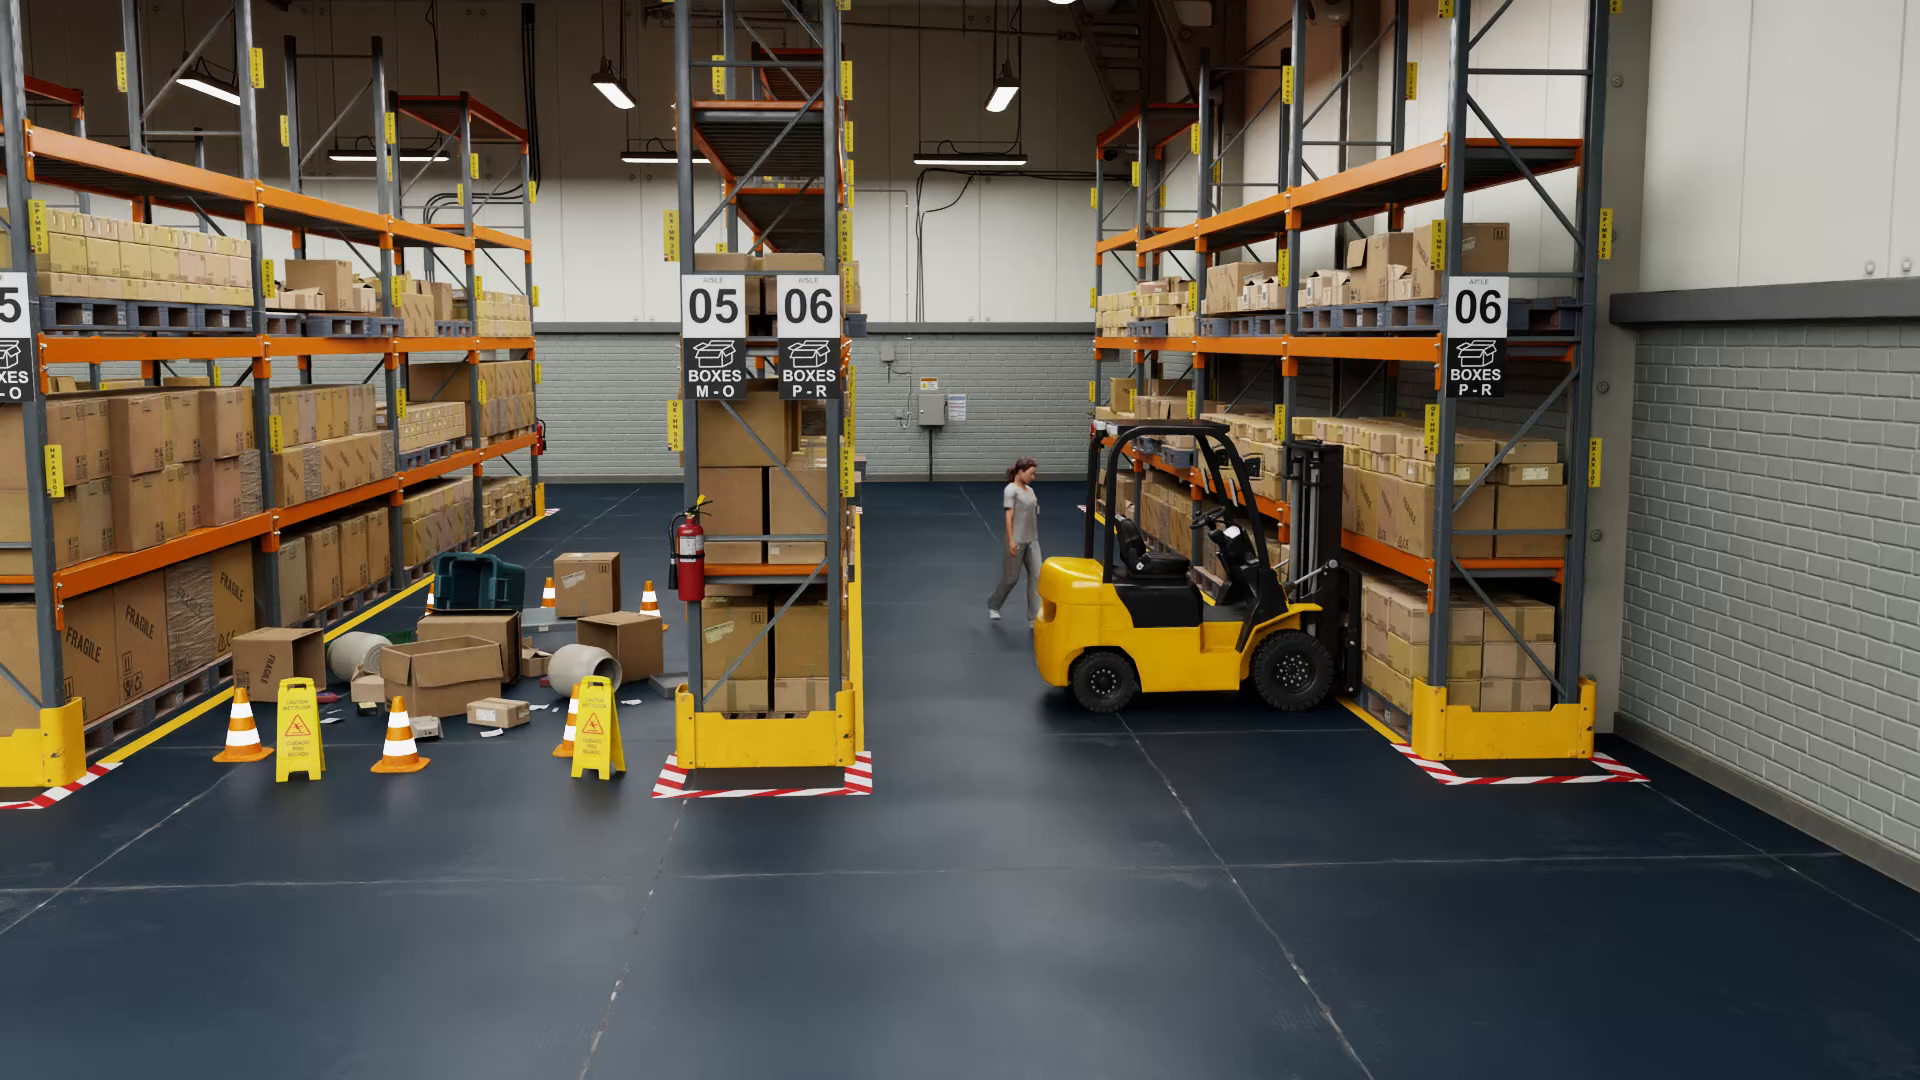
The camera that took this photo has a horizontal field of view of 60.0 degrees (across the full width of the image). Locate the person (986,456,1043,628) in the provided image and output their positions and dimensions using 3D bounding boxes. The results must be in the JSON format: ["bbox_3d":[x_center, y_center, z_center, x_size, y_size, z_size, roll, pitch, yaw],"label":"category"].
[{"bbox_3d":[0.566,0.022,16.045,0.483,1.652,0.830,-7,10,-43],"label":"person"}]
